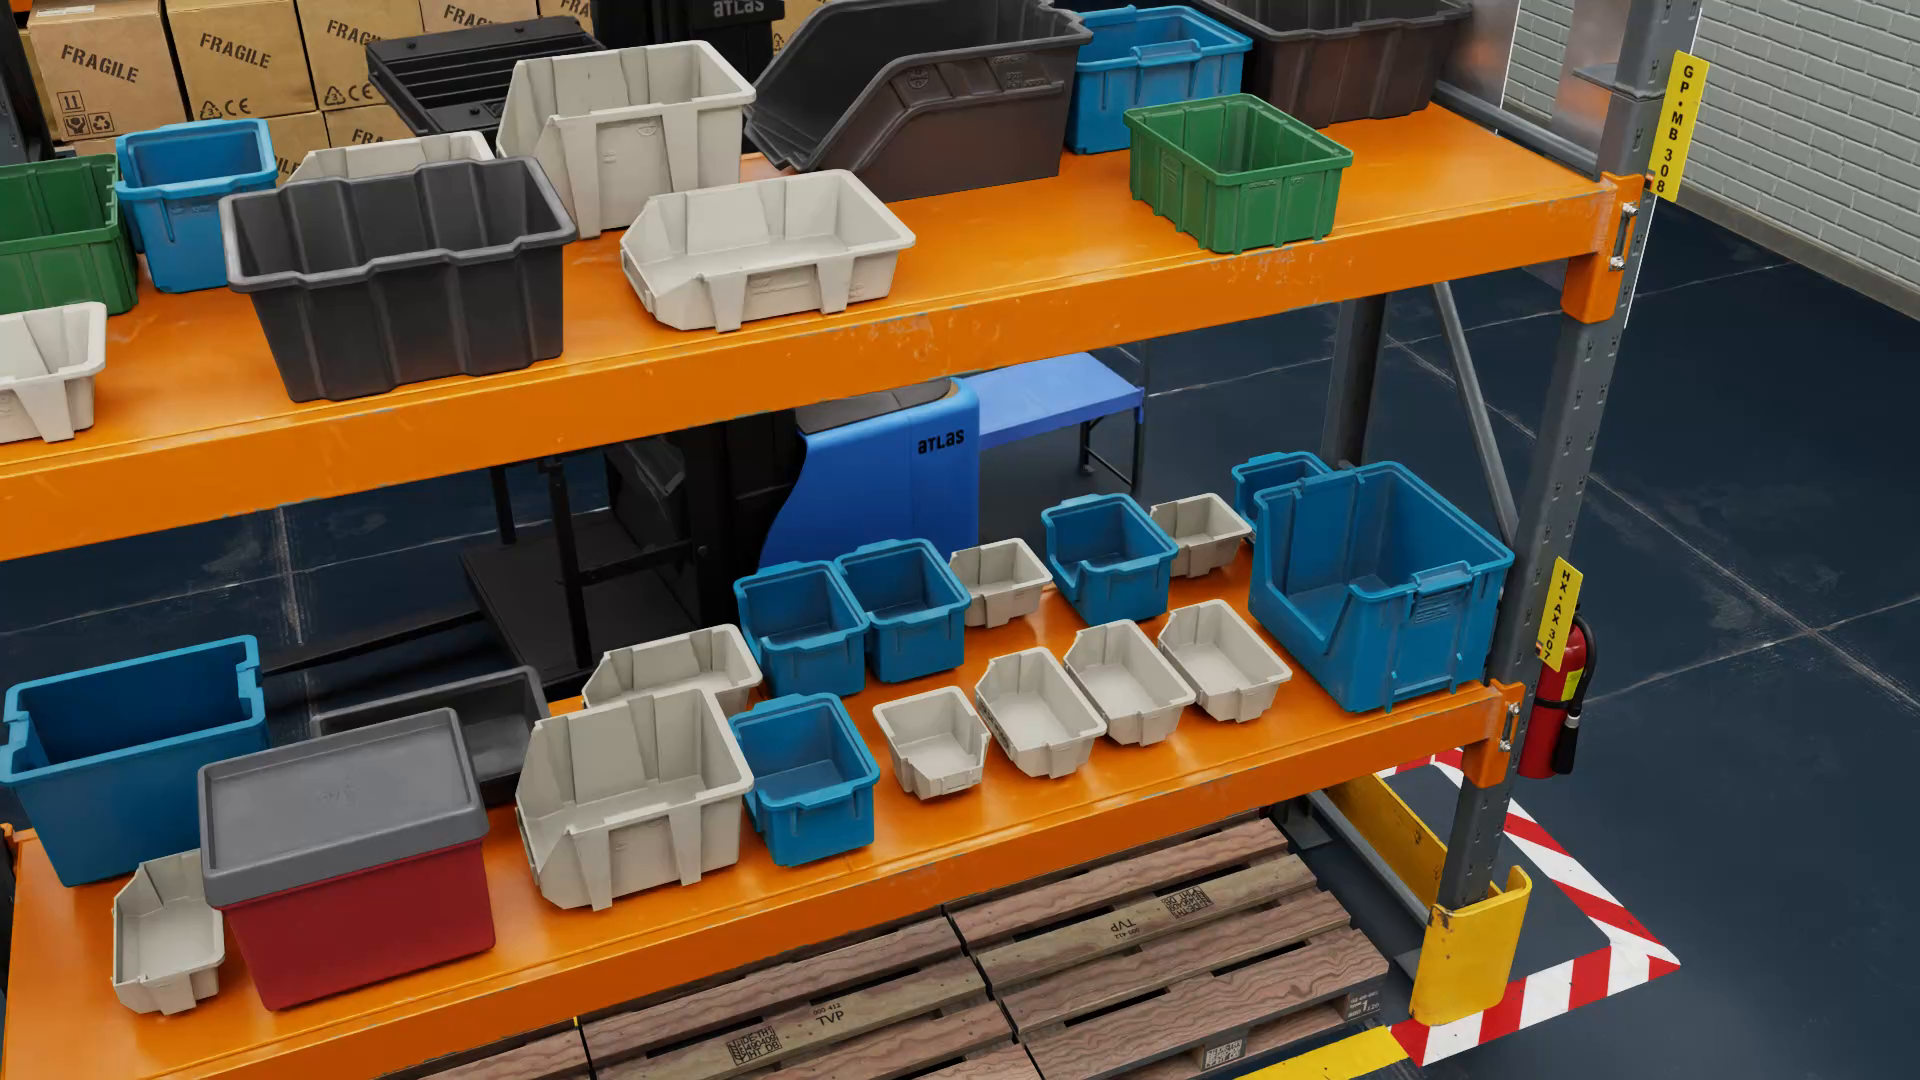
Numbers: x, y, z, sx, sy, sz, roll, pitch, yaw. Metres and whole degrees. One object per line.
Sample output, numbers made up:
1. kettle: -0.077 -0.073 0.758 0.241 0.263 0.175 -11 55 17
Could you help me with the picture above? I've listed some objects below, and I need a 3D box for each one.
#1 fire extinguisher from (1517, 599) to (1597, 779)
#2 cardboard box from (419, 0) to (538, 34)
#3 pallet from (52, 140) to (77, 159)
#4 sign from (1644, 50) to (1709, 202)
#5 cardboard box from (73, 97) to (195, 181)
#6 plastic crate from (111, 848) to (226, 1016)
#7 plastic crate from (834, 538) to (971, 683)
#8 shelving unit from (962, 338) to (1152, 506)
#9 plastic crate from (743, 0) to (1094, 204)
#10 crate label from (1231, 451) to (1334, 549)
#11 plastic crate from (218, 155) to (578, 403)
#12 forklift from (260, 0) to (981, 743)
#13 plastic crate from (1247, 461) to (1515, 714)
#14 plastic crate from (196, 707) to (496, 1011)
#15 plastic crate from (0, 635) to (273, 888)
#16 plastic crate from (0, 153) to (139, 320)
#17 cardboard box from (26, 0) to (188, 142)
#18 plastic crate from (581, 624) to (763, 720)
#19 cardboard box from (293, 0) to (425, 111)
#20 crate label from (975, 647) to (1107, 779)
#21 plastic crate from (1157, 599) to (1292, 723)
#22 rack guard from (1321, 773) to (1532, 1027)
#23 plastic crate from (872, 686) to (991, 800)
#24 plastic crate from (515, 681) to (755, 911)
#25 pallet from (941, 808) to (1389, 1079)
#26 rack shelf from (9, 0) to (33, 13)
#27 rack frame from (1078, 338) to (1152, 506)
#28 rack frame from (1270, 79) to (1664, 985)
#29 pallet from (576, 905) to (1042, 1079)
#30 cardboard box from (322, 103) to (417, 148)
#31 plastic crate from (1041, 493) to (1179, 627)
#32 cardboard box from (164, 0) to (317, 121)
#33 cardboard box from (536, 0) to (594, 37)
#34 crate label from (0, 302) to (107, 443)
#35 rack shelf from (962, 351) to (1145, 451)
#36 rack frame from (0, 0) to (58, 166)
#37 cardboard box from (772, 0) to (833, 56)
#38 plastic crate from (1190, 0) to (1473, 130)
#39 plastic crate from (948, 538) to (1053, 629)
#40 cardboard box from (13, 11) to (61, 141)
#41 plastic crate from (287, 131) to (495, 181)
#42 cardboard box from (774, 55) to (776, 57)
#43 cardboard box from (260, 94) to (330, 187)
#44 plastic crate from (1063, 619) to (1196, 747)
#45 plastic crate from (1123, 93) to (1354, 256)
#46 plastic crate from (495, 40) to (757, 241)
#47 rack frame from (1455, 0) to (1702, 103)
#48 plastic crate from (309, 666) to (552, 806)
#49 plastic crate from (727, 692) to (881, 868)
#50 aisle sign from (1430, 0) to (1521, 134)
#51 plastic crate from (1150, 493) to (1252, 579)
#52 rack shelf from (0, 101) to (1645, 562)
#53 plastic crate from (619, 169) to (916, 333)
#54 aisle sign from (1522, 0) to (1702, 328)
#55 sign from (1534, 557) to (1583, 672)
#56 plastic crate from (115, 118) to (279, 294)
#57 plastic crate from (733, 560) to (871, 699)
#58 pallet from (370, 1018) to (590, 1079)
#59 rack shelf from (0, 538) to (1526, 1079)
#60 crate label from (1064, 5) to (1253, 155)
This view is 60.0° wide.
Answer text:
1. fire extinguisher: 1.718 0.385 4.820 0.183 0.674 0.296 -13 35 -19
2. cardboard box: -2.230 -2.393 7.669 0.500 0.500 0.500 -12 35 -17
3. pallet: -6.802 -2.768 11.810 1.213 0.211 1.003 -13 35 -19
4. sign: 1.631 -0.940 3.790 0.005 0.325 0.100 -13 35 -19
5. cardboard box: -3.624 -1.660 7.459 0.500 0.500 0.500 -12 35 -18
6. plastic crate: -1.801 0.903 3.798 0.243 0.136 0.396 -13 35 -19
7. plastic crate: -0.166 0.209 4.776 0.300 0.233 0.416 -13 35 -19
8. shelving unit: 0.287 -0.759 7.541 1.048 1.500 0.538 -17 37 -24
9. plastic crate: -0.112 -1.047 3.915 0.767 0.338 0.504 -13 35 -19
10. crate label: 1.048 -0.069 5.204 0.303 0.233 0.416 -13 35 -19
11. plastic crate: -1.033 -0.483 3.111 0.590 0.269 0.497 -13 35 -19
12. forklift: -1.445 -0.753 6.219 3.031 2.935 1.130 -17 37 -24
13. plastic crate: 1.167 0.124 4.721 0.499 0.435 0.616 -13 35 -19
14. plastic crate: -1.365 0.730 3.764 0.583 0.464 0.402 -13 35 -19
15. plastic crate: -1.987 0.556 4.105 0.575 0.384 0.392 -13 35 -19
16. plastic crate: -2.011 -0.566 3.313 0.662 0.188 0.450 -13 35 -19
17. cardboard box: -3.656 -2.066 7.167 0.500 0.500 0.500 -12 35 -18
18. plastic crate: -0.796 0.411 4.555 0.466 0.136 0.293 -13 35 -19
19. cardboard box: -2.706 -2.284 7.501 0.500 0.500 0.500 -14 36 -20
20. crate label: 0.201 0.473 4.459 0.243 0.136 0.396 -13 35 -19
21. plastic crate: 0.721 0.348 4.651 0.243 0.136 0.396 -13 35 -19
22. rack guard: 1.420 1.036 5.699 0.348 0.500 1.175 -13 35 -19
23. plastic crate: -0.065 0.545 4.348 0.250 0.136 0.298 -13 35 -19
24. plastic crate: -0.806 0.639 4.071 0.530 0.282 0.437 -13 35 -19
25. pallet: 0.628 1.323 5.523 1.213 0.211 1.003 -13 35 -19
26. rack shelf: -7.964 -3.414 10.906 4.000 0.370 1.077 -13 35 -19
27. rack frame: 0.730 -0.895 7.750 0.032 1.500 0.500 -17 37 -24
28. rack frame: 1.403 0.000 5.000 0.127 3.000 1.000 -13 35 -19
29. pallet: -0.495 1.579 5.130 1.213 0.211 1.003 -13 35 -19
30. cardboard box: -2.691 -1.874 7.788 0.500 0.500 0.500 -13 35 -19
31. plastic crate: 0.441 0.070 4.990 0.300 0.233 0.416 -13 35 -19
32. cardboard box: -3.180 -2.175 7.335 0.500 0.500 0.500 -14 36 -20
33. cardboard box: -1.757 -2.502 7.836 0.500 0.500 0.500 -12 35 -18
34. crate label: -1.722 -0.260 2.891 0.466 0.136 0.293 -13 35 -19
35. rack shelf: 0.287 -0.608 7.639 1.000 0.185 0.538 -17 37 -24
36. rack frame: -4.199 -1.647 7.531 0.127 3.000 1.000 -13 35 -19
37. cardboard box: -0.815 -2.721 8.172 0.500 0.500 0.500 -13 35 -19
38. plastic crate: 0.940 -1.262 4.308 0.590 0.269 0.497 -13 35 -19
39. plastic crate: 0.095 0.141 4.970 0.298 0.136 0.250 -13 35 -19
40. cardboard box: -6.669 -3.210 11.519 0.750 0.750 0.750 -12 35 -18
41. plastic crate: -1.260 -0.762 3.663 0.466 0.136 0.293 -13 35 -19
42. cardboard box: -0.819 -2.302 8.446 0.500 0.500 0.500 -12 35 -17
43. cardboard box: -3.153 -1.769 7.627 0.500 0.500 0.500 -12 35 -18
44. plastic crate: 0.449 0.402 4.568 0.243 0.136 0.396 -13 35 -19
45. plastic crate: 0.604 -0.817 3.699 0.336 0.188 0.450 -13 35 -19
46. plastic crate: -0.760 -0.895 3.734 0.530 0.282 0.437 -13 35 -19
47. rack frame: 1.403 -2.515 3.364 0.127 3.000 1.000 -13 35 -19
48. plastic crate: -1.357 0.563 4.331 0.590 0.125 0.437 -13 35 -19
49. plastic crate: -0.391 0.607 4.165 0.300 0.233 0.416 -13 35 -19
50. aisle sign: 1.355 -1.254 4.544 0.004 0.787 0.394 -13 35 -19
51. plastic crate: 0.720 -0.002 5.190 0.298 0.136 0.250 -13 35 -19
52. rack shelf: -0.441 -0.534 3.729 4.000 0.370 1.077 -13 35 -19
53. plastic crate: -0.406 -0.586 3.391 0.530 0.136 0.437 -13 35 -19
54. aisle sign: 1.583 -0.958 4.088 0.004 0.787 0.394 -13 35 -19
55. sign: 1.631 0.205 4.536 0.005 0.325 0.100 -13 35 -19
56. plastic crate: -1.569 -0.696 3.472 0.300 0.233 0.416 -13 35 -19
57. plastic crate: -0.443 0.273 4.679 0.300 0.233 0.416 -13 35 -19
58. pallet: -1.622 1.838 4.731 1.213 0.211 1.003 -13 35 -19
59. rack shelf: -0.441 0.724 4.547 4.000 0.370 1.077 -13 35 -19
60. crate label: 0.427 -1.163 4.173 0.502 0.251 0.408 -13 35 -19
